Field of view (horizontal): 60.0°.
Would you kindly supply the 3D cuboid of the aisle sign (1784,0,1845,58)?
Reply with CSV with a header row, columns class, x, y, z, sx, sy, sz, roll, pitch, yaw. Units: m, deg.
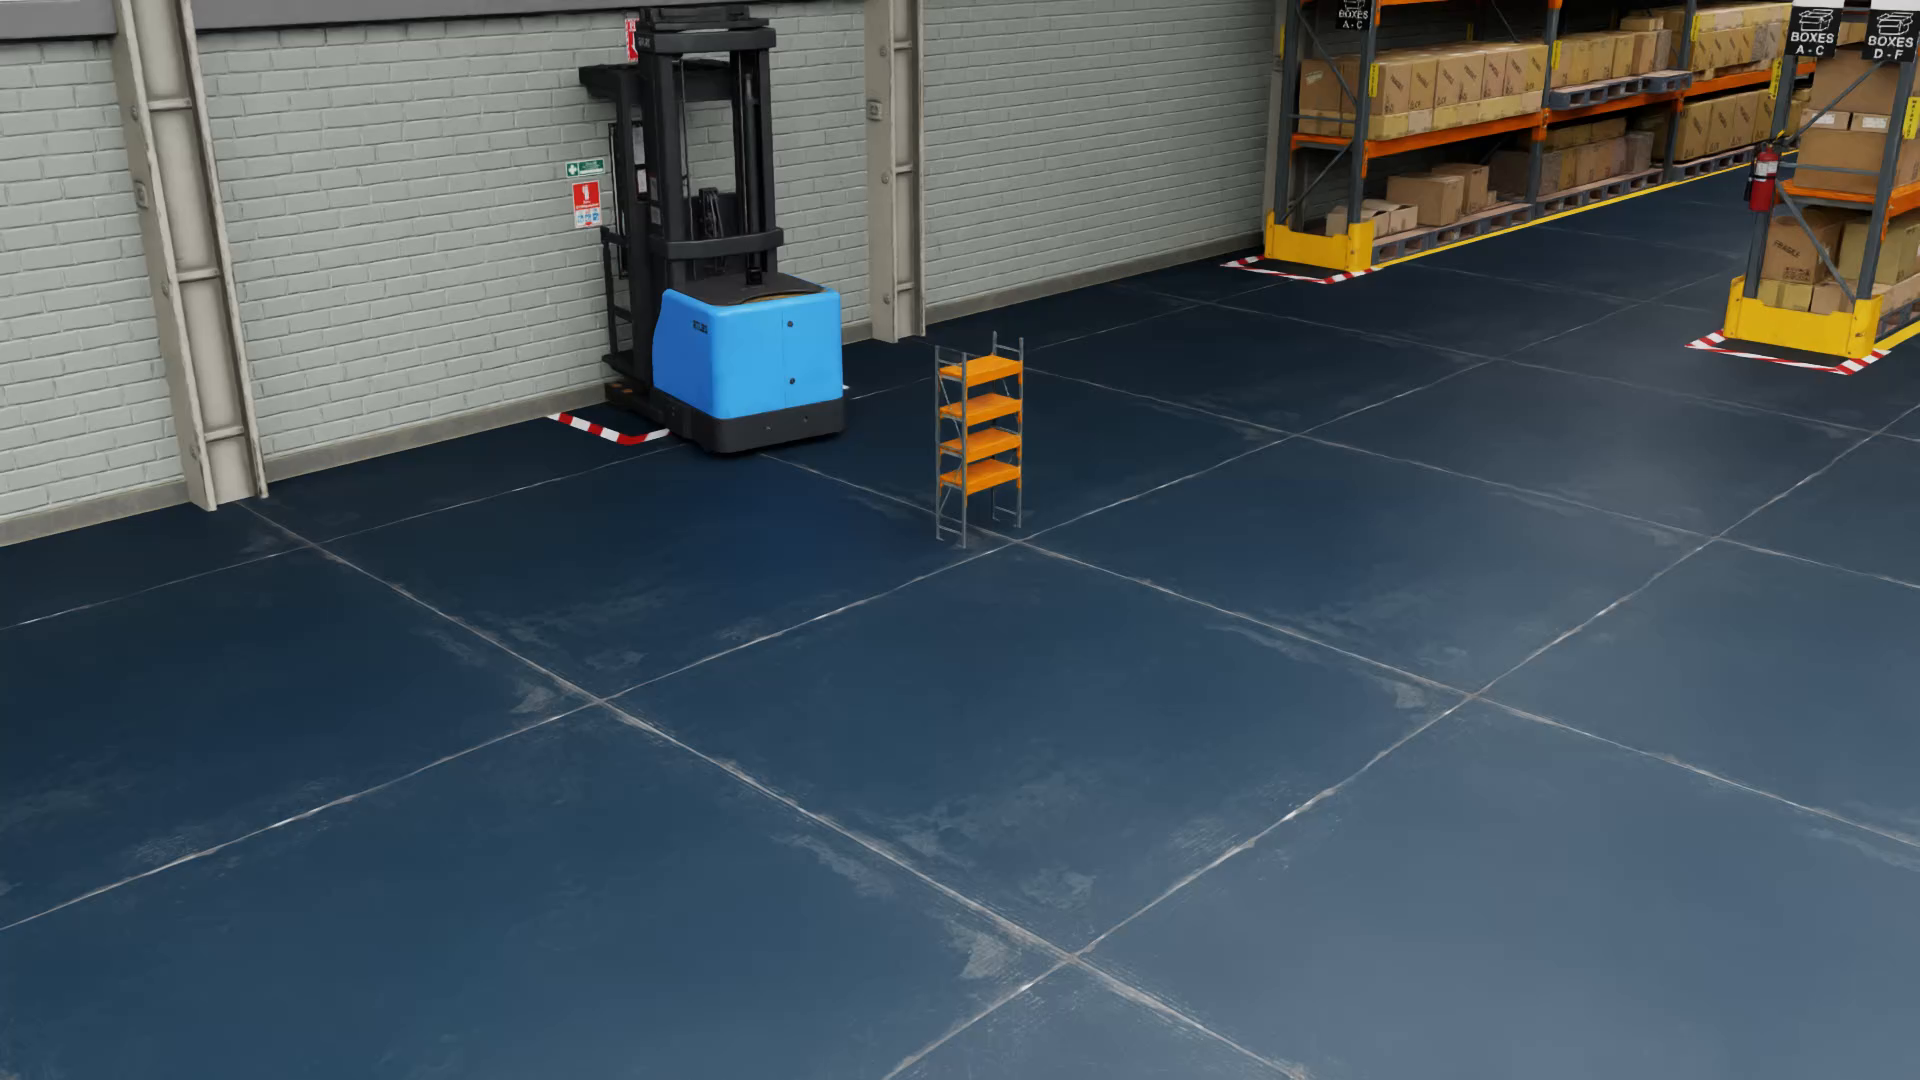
class,x,y,z,sx,sy,sz,roll,pitch,yaw
aisle sign,7.062,-4.389,13.689,0.394,0.787,0.004,19,28,41

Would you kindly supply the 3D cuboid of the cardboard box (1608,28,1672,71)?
class,x,y,z,sx,sy,sz,roll,pitch,yaw
cardboard box,9.027,-6.543,22.164,0.700,0.500,0.500,15,26,35

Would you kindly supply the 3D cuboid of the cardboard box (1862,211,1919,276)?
class,x,y,z,sx,sy,sz,roll,pitch,yaw
cardboard box,8.539,-2.724,15.184,0.500,0.500,0.500,19,28,41

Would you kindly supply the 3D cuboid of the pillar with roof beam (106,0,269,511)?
class,x,y,z,sx,sy,sz,roll,pitch,yaw
pillar with roof beam,-1.652,-3.392,6.358,9.100,9.000,0.400,19,28,41

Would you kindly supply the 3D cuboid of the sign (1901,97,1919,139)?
class,x,y,z,sx,sy,sz,roll,pitch,yaw
sign,7.712,-3.419,13.473,0.100,0.325,0.005,19,28,41

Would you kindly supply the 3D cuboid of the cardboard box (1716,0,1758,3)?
class,x,y,z,sx,sy,sz,roll,pitch,yaw
cardboard box,11.630,-7.934,24.909,0.500,0.250,0.500,-19,28,-40

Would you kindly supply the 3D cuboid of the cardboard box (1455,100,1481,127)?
class,x,y,z,sx,sy,sz,roll,pitch,yaw
cardboard box,5.400,-4.739,18.404,0.500,0.250,0.500,20,28,41

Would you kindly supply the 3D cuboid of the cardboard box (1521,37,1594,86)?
class,x,y,z,sx,sy,sz,roll,pitch,yaw
cardboard box,7.331,-5.902,20.497,0.500,0.500,0.700,-17,27,-37

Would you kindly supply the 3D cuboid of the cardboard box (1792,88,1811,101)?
class,x,y,z,sx,sy,sz,roll,pitch,yaw
cardboard box,13.102,-6.983,26.057,0.250,0.149,0.380,-19,28,-40

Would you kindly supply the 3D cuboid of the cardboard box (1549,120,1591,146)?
class,x,y,z,sx,sy,sz,roll,pitch,yaw
cardboard box,7.723,-5.217,21.292,0.500,0.250,0.500,18,28,39

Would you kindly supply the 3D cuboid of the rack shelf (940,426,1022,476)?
class,x,y,z,sx,sy,sz,roll,pitch,yaw
rack shelf,0.115,-0.540,9.994,0.258,0.148,0.480,19,28,41

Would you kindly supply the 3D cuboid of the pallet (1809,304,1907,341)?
class,x,y,z,sx,sy,sz,roll,pitch,yaw
pallet,7.822,-2.024,15.047,1.003,0.211,1.213,19,28,41

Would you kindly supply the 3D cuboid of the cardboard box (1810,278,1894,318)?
class,x,y,z,sx,sy,sz,roll,pitch,yaw
cardboard box,7.852,-2.114,14.640,0.500,0.250,0.500,19,28,41

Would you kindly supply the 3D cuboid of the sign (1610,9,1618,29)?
class,x,y,z,sx,sy,sz,roll,pitch,yaw
sign,8.947,-7.093,22.733,0.100,0.325,0.005,19,28,41

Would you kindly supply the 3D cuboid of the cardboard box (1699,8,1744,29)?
class,x,y,z,sx,sy,sz,roll,pitch,yaw
cardboard box,10.569,-7.279,23.205,0.500,0.250,0.500,20,28,41

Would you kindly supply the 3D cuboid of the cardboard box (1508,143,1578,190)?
class,x,y,z,sx,sy,sz,roll,pitch,yaw
cardboard box,7.383,-4.763,21.157,0.700,0.500,0.500,19,28,40

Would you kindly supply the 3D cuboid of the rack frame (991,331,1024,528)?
class,x,y,z,sx,sy,sz,roll,pitch,yaw
rack frame,0.286,-0.665,10.133,0.240,1.200,0.015,19,28,41

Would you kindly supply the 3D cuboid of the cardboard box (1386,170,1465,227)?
class,x,y,z,sx,sy,sz,roll,pitch,yaw
cardboard box,5.259,-3.874,18.844,0.700,0.500,0.500,17,27,37

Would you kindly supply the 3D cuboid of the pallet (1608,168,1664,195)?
class,x,y,z,sx,sy,sz,roll,pitch,yaw
pallet,8.801,-4.912,22.560,1.003,0.211,1.213,19,28,41

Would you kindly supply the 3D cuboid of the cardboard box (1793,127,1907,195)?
class,x,y,z,sx,sy,sz,roll,pitch,yaw
cardboard box,7.653,-3.282,14.294,0.700,0.500,0.500,19,28,41

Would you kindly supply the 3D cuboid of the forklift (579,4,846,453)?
class,x,y,z,sx,sy,sz,roll,pitch,yaw
forklift,-2.072,-2.438,12.331,1.130,2.935,3.031,-14,25,-32

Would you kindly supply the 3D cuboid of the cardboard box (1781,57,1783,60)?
class,x,y,z,sx,sy,sz,roll,pitch,yaw
cardboard box,12.105,-7.177,24.888,0.380,0.149,0.250,20,28,41

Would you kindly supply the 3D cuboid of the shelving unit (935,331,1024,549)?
class,x,y,z,sx,sy,sz,roll,pitch,yaw
shelving unit,0.115,-0.603,9.970,0.258,1.200,0.503,19,28,41

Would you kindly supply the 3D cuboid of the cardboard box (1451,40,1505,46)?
class,x,y,z,sx,sy,sz,roll,pitch,yaw
cardboard box,6.079,-5.607,19.617,0.500,0.500,0.500,18,28,39

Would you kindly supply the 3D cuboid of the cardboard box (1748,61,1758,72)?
class,x,y,z,sx,sy,sz,roll,pitch,yaw
cardboard box,11.372,-6.922,24.224,0.380,0.149,0.250,19,28,41

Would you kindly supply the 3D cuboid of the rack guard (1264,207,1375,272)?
class,x,y,z,sx,sy,sz,roll,pitch,yaw
rack guard,3.819,-3.210,17.730,1.175,0.500,0.348,19,28,41

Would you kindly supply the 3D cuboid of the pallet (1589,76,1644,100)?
class,x,y,z,sx,sy,sz,roll,pitch,yaw
pallet,7.996,-5.805,21.265,1.003,0.211,1.213,19,28,41

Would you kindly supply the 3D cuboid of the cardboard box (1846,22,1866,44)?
class,x,y,z,sx,sy,sz,roll,pitch,yaw
cardboard box,14.080,-8.287,27.036,0.980,0.700,0.700,19,28,40

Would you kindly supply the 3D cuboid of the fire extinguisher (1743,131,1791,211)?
class,x,y,z,sx,sy,sz,roll,pitch,yaw
fire extinguisher,6.903,-3.169,14.245,0.296,0.674,0.183,19,28,41

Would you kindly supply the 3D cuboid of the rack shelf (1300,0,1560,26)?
class,x,y,z,sx,sy,sz,roll,pitch,yaw
rack shelf,5.162,-5.936,18.160,1.077,0.370,4.000,19,28,41

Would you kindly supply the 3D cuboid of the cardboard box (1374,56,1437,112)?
class,x,y,z,sx,sy,sz,roll,pitch,yaw
cardboard box,4.667,-4.819,17.568,0.500,0.500,0.500,19,28,41

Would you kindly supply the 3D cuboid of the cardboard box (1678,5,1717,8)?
class,x,y,z,sx,sy,sz,roll,pitch,yaw
cardboard box,10.557,-7.535,23.870,0.500,0.250,0.500,18,28,39

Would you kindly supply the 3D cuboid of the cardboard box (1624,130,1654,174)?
class,x,y,z,sx,sy,sz,roll,pitch,yaw
cardboard box,8.882,-5.255,22.435,0.500,0.500,0.700,-20,29,-41

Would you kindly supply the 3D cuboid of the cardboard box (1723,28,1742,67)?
class,x,y,z,sx,sy,sz,roll,pitch,yaw
cardboard box,10.588,-6.929,23.340,0.500,0.500,0.500,19,28,40

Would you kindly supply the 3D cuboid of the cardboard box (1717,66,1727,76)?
class,x,y,z,sx,sy,sz,roll,pitch,yaw
cardboard box,10.620,-6.671,23.571,0.250,0.149,0.380,-20,28,-41

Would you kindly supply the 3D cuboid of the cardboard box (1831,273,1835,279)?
class,x,y,z,sx,sy,sz,roll,pitch,yaw
cardboard box,7.821,-2.375,15.319,0.500,0.250,0.500,19,28,41

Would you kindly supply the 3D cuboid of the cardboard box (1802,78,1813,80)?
class,x,y,z,sx,sy,sz,roll,pitch,yaw
cardboard box,14.103,-7.549,27.530,0.380,0.149,0.250,19,28,41

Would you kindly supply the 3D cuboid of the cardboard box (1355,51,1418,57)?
class,x,y,z,sx,sy,sz,roll,pitch,yaw
cardboard box,4.659,-5.082,18.252,0.500,0.500,0.500,18,28,39

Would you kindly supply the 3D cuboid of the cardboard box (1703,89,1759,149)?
class,x,y,z,sx,sy,sz,roll,pitch,yaw
cardboard box,11.159,-6.206,24.451,0.750,0.750,0.750,-19,28,-40

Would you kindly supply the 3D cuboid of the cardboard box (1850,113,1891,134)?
class,x,y,z,sx,sy,sz,roll,pitch,yaw
cardboard box,7.746,-3.515,13.996,0.380,0.149,0.250,19,28,40

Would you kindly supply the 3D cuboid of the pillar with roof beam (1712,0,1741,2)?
class,x,y,z,sx,sy,sz,roll,pitch,yaw
pillar with roof beam,15.091,-9.562,22.408,9.100,9.000,0.400,19,28,41

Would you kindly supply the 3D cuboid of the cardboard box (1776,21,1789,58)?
class,x,y,z,sx,sy,sz,roll,pitch,yaw
cardboard box,11.996,-7.455,24.709,0.500,0.500,0.500,19,28,40

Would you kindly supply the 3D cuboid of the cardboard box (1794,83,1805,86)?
class,x,y,z,sx,sy,sz,roll,pitch,yaw
cardboard box,13.395,-7.289,26.851,0.380,0.149,0.250,19,28,40

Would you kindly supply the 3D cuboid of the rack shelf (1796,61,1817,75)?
class,x,y,z,sx,sy,sz,roll,pitch,yaw
rack shelf,13.533,-7.621,26.723,1.077,0.370,4.000,19,28,41

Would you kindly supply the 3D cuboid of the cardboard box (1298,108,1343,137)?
class,x,y,z,sx,sy,sz,roll,pitch,yaw
cardboard box,3.954,-4.466,17.693,0.500,0.250,0.500,-20,28,-41

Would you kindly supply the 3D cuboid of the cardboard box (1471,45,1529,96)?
class,x,y,z,sx,sy,sz,roll,pitch,yaw
cardboard box,6.104,-5.347,18.940,0.500,0.500,0.500,19,28,40

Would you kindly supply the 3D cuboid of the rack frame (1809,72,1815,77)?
class,x,y,z,sx,sy,sz,roll,pitch,yaw
rack frame,14.928,-8.471,27.932,1.000,3.000,0.127,19,28,41
